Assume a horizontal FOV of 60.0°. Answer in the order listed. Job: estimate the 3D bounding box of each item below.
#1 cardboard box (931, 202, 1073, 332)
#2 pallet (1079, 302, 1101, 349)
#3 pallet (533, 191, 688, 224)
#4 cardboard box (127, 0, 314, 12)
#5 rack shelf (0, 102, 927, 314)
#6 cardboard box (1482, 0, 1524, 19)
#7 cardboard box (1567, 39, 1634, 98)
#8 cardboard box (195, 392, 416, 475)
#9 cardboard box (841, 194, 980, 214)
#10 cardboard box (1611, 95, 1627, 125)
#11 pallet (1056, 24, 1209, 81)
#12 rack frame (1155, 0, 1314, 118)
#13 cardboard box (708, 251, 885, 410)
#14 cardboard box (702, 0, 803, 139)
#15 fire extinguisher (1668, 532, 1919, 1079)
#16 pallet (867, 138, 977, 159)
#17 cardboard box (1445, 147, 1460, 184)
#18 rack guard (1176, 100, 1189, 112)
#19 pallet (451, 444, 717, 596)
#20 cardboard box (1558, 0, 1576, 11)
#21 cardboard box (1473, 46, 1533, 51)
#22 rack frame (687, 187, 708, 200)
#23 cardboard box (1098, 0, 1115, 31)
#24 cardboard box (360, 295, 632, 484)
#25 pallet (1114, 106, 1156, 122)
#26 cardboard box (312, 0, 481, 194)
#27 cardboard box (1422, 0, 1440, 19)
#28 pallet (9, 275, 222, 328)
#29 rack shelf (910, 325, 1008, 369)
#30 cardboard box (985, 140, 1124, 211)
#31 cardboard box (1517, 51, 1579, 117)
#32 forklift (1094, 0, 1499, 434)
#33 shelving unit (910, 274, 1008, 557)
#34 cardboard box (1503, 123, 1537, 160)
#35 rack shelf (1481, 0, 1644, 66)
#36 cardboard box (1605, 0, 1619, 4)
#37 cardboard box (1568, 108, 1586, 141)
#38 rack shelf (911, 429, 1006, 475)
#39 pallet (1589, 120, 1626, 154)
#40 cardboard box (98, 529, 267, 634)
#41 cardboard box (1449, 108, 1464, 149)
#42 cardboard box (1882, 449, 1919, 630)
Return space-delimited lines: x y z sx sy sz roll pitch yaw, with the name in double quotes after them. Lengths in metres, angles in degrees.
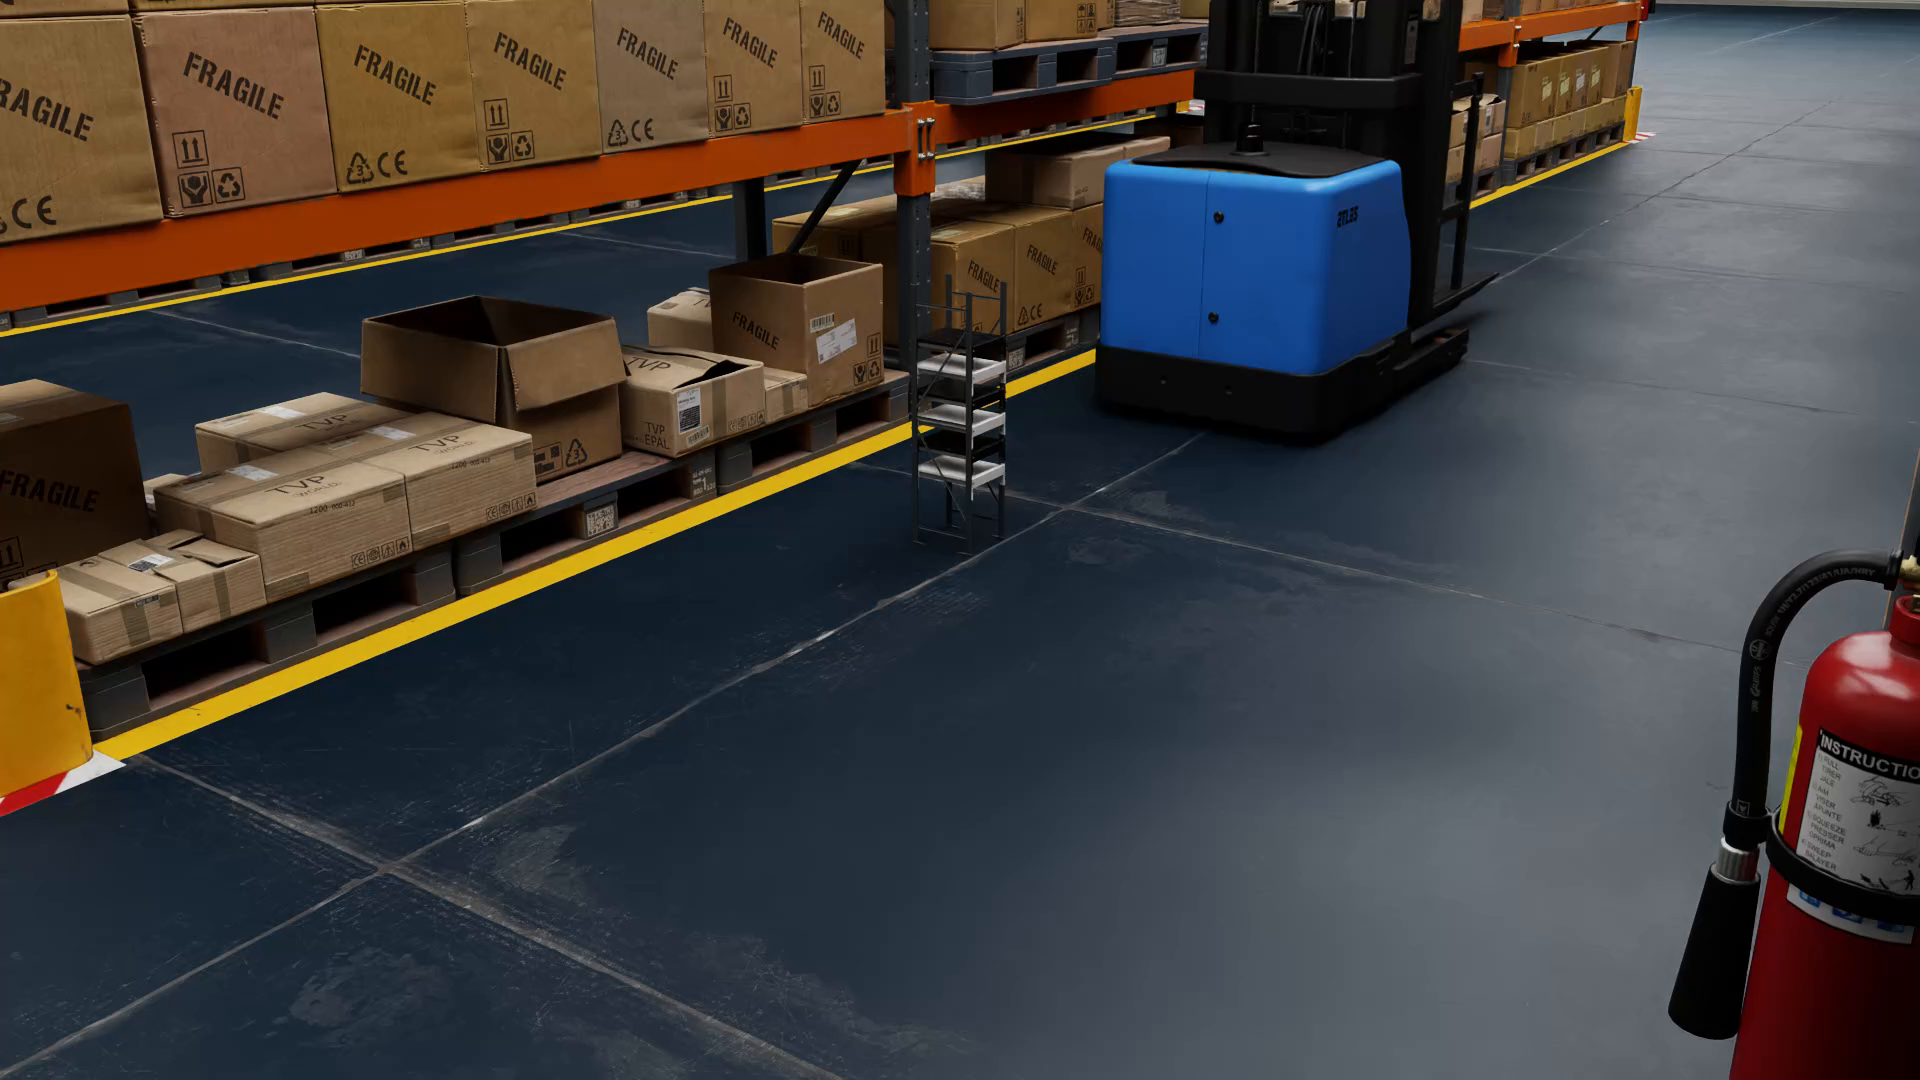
0.195 -1.323 7.987 0.500 0.500 0.500 14 24 33 "cardboard box"
0.542 -1.327 9.048 1.003 0.211 1.213 13 24 32 "pallet"
-2.824 -2.615 12.530 1.003 0.211 1.213 13 24 32 "pallet"
-2.062 -1.638 4.284 0.500 0.500 0.500 14 24 32 "cardboard box"
-1.693 -1.131 5.536 1.077 0.370 4.000 13 24 32 "rack shelf"
4.172 -4.513 13.499 0.700 0.500 0.500 13 24 30 "cardboard box"
6.121 -4.533 15.972 0.500 0.500 0.500 13 24 32 "cardboard box"
-2.157 -0.282 5.534 0.500 0.250 0.500 13 24 32 "cardboard box"
-0.244 -1.414 8.233 0.500 0.500 0.500 13 24 32 "cardboard box"
6.120 -4.181 16.104 0.500 0.250 0.500 13 24 32 "cardboard box"
0.590 -2.541 8.588 1.003 0.211 1.213 13 24 32 "pallet"
1.680 -3.190 10.066 1.000 3.000 0.127 13 24 32 "rack frame"
-0.655 -0.858 6.729 0.500 0.500 0.500 13 24 32 "cardboard box"
-0.926 -1.748 6.022 0.500 0.500 0.500 14 25 33 "cardboard box"
0.815 0.235 1.456 0.296 0.674 0.183 13 24 32 "fire extinguisher"
-0.576 -3.764 15.637 1.003 0.211 1.213 13 24 32 "pallet"
3.362 -2.778 12.310 0.500 0.250 0.500 14 24 33 "cardboard box"
2.078 -5.249 19.235 1.175 0.500 0.348 13 24 32 "rack guard"
-1.641 -0.186 5.964 1.003 0.211 1.213 13 24 32 "pallet"
5.036 -4.956 14.696 0.700 0.500 0.500 14 25 33 "cardboard box"
4.846 -4.204 15.084 0.500 0.500 0.500 13 24 32 "cardboard box"
-2.415 -4.157 12.680 1.000 3.000 0.127 13 24 32 "rack frame"
0.373 -2.805 8.276 0.700 0.500 0.500 7 21 18 "cardboard box"
-1.621 -0.538 5.860 0.797 0.503 0.637 13 24 32 "cardboard box"
1.617 -4.882 18.658 1.003 0.211 1.213 13 24 32 "pallet"
-1.780 -1.310 4.839 0.500 0.500 0.500 13 24 32 "cardboard box"
3.187 -4.016 12.155 0.500 0.500 0.500 15 25 36 "cardboard box"
-5.045 -1.483 9.470 1.003 0.211 1.213 13 24 32 "pallet"
-0.005 -0.642 5.520 0.258 0.077 0.200 13 24 32 "rack shelf"
0.467 -1.806 8.213 0.500 0.250 0.500 13 24 32 "cardboard box"
5.010 -3.956 14.413 0.500 0.500 0.500 13 24 32 "cardboard box"
1.824 -2.261 7.654 1.130 2.935 3.031 13 24 31 "forklift"
-0.005 -0.420 5.603 0.258 0.900 0.210 13 24 32 "shelving unit"
4.440 -3.319 13.772 0.500 0.250 0.500 13 24 32 "cardboard box"
5.053 -4.574 14.845 1.077 0.370 4.000 13 24 32 "rack shelf"
5.904 -5.401 15.898 0.700 0.500 0.500 13 24 32 "cardboard box"
5.286 -3.749 14.934 0.500 0.250 0.500 13 24 32 "cardboard box"
-0.005 -0.304 5.645 0.258 0.077 0.200 13 24 32 "rack shelf"
5.782 -3.950 16.140 1.003 0.211 1.213 13 24 32 "pallet"
-2.157 0.103 4.613 0.380 0.166 0.250 13 24 32 "cardboard box"
3.368 -3.043 12.217 0.500 0.311 0.500 13 24 32 "cardboard box"
1.560 -0.219 1.600 0.980 0.700 0.700 15 25 34 "cardboard box"
